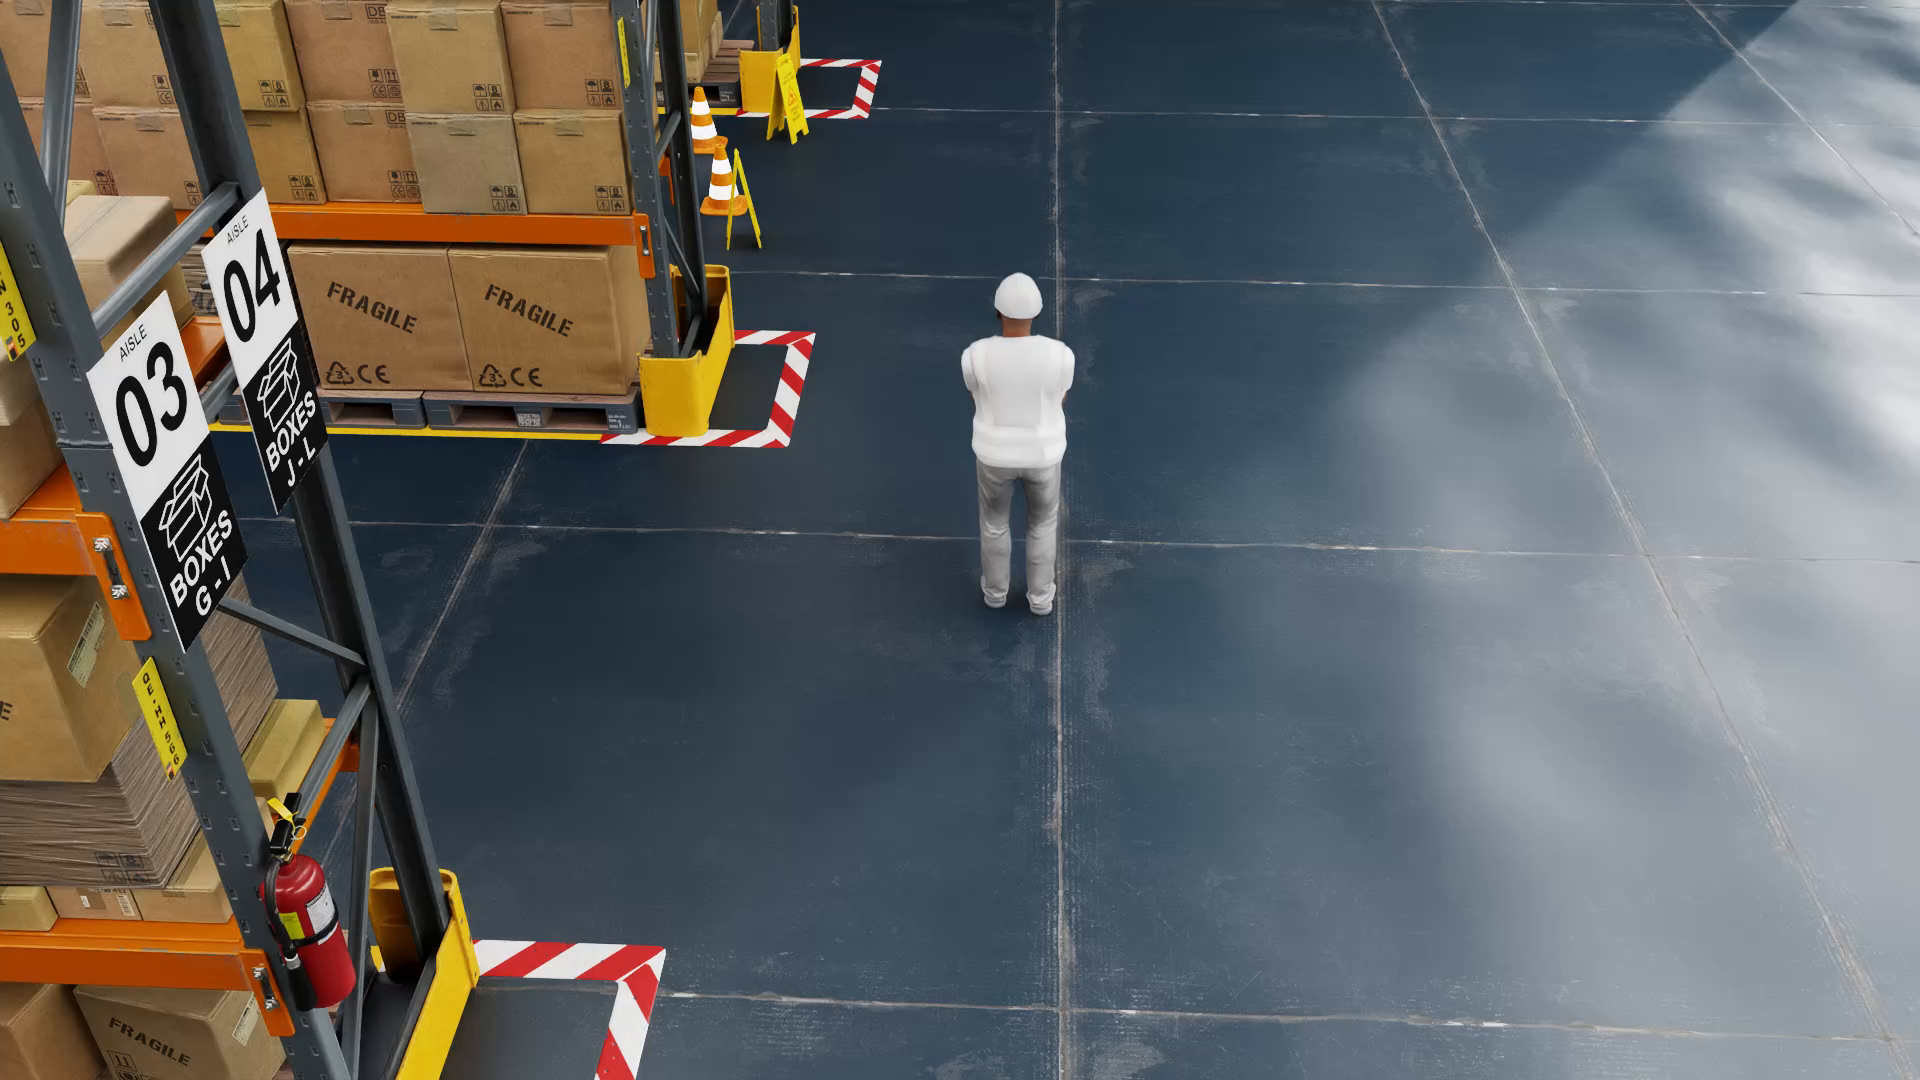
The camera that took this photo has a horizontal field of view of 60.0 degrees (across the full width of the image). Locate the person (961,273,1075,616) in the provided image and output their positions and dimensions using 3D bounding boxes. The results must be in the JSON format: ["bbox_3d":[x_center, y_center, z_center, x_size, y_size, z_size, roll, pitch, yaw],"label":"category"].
[{"bbox_3d":[0.262,-0.470,7.758,0.505,1.763,0.563,1,35,1],"label":"person"}]
